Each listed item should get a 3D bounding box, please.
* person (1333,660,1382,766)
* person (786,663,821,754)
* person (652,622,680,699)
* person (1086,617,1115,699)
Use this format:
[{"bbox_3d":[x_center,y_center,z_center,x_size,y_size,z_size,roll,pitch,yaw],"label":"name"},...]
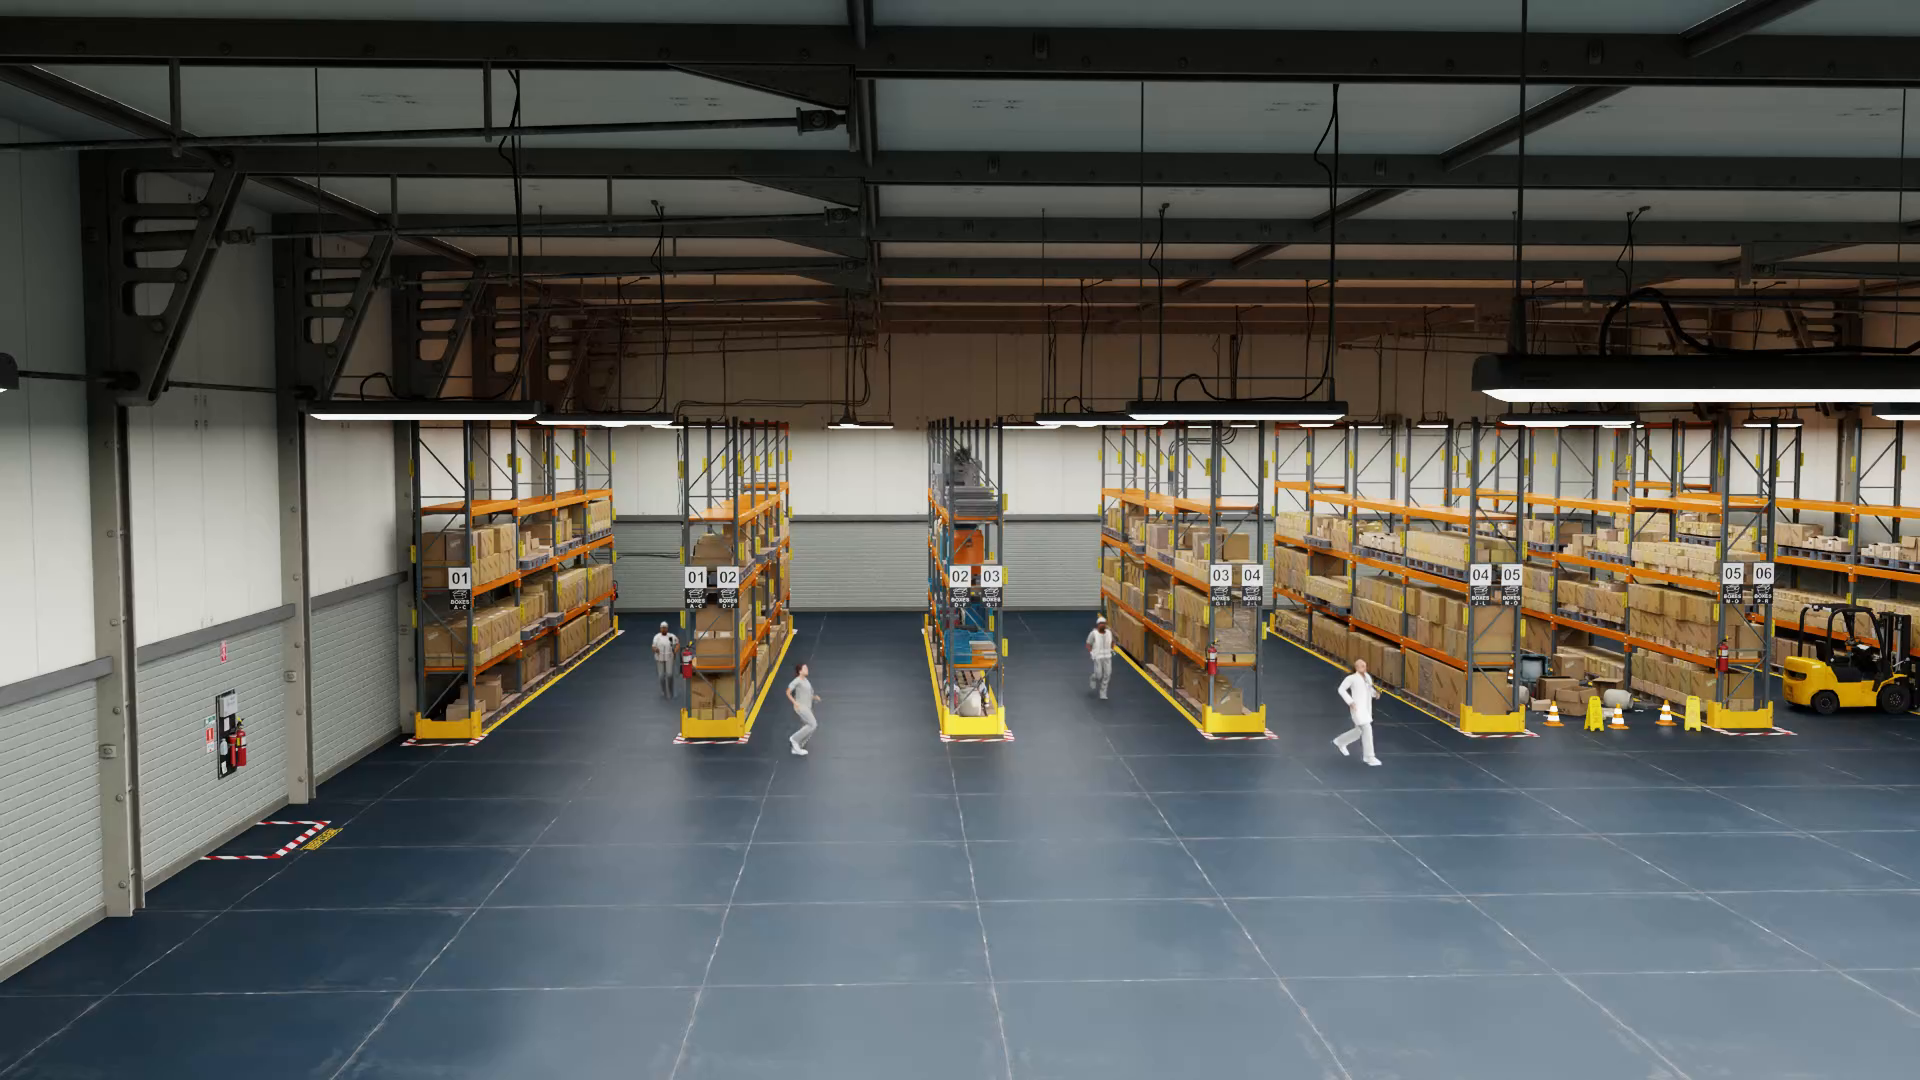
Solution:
[{"bbox_3d":[6.913,2.957,28.790,0.693,1.792,0.960,-4,5,-44],"label":"person"},{"bbox_3d":[-2.736,2.981,29.406,0.564,1.629,0.558,1,4,17],"label":"person"},{"bbox_3d":[-6.301,2.585,35.550,0.571,1.660,0.665,0,4,-4],"label":"person"},{"bbox_3d":[3.041,2.529,35.694,0.681,1.748,0.735,-1,4,-16],"label":"person"}]
